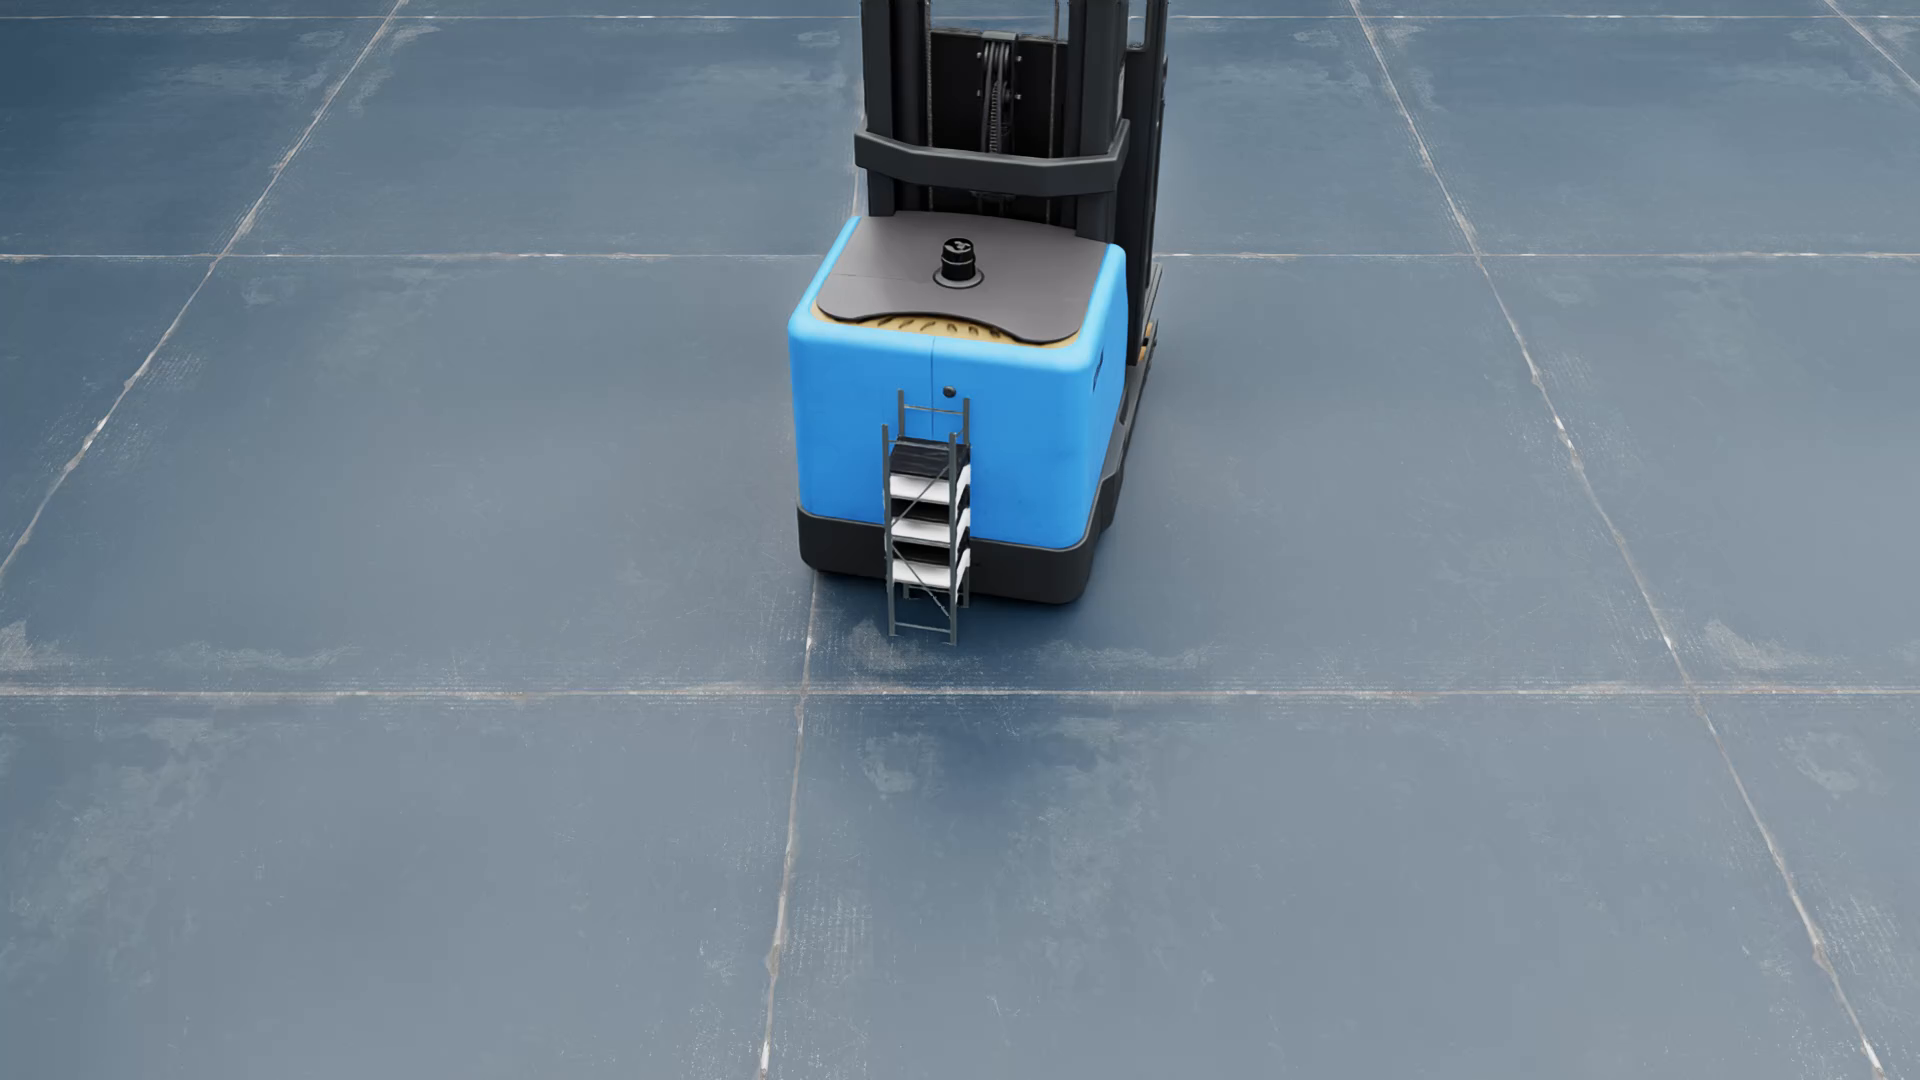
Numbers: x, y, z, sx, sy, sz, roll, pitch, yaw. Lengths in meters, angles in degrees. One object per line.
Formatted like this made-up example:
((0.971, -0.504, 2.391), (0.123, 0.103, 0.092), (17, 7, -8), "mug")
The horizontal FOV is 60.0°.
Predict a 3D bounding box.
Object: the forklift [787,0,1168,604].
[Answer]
((0.241, -1.845, 6.209), (1.130, 2.935, 3.031), (8, 39, 10), "forklift")

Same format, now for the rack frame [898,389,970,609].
((-0.086, -0.123, 5.684), (0.240, 0.900, 0.006), (8, 39, 10), "rack frame")

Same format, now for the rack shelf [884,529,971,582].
((-0.108, 0.035, 5.684), (0.258, 0.077, 0.200), (8, 39, 10), "rack shelf")

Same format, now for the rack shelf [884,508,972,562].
((-0.108, -0.035, 5.628), (0.258, 0.077, 0.200), (8, 39, 10), "rack shelf")

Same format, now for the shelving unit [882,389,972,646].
((-0.108, -0.061, 5.607), (0.258, 0.900, 0.210), (8, 39, 10), "shelving unit")

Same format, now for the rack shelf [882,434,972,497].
((-0.108, -0.246, 5.459), (0.258, 0.077, 0.200), (8, 39, 10), "rack shelf")

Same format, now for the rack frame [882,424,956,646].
((-0.131, 0.001, 5.529), (0.240, 0.900, 0.006), (8, 39, 10), "rack frame")

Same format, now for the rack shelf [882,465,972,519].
((-0.108, -0.176, 5.515), (0.258, 0.077, 0.200), (8, 39, 10), "rack shelf")

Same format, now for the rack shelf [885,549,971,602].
((-0.108, 0.105, 5.740), (0.258, 0.077, 0.200), (8, 39, 10), "rack shelf")

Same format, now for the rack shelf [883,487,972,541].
((-0.108, -0.105, 5.571), (0.258, 0.077, 0.200), (8, 39, 10), "rack shelf")
